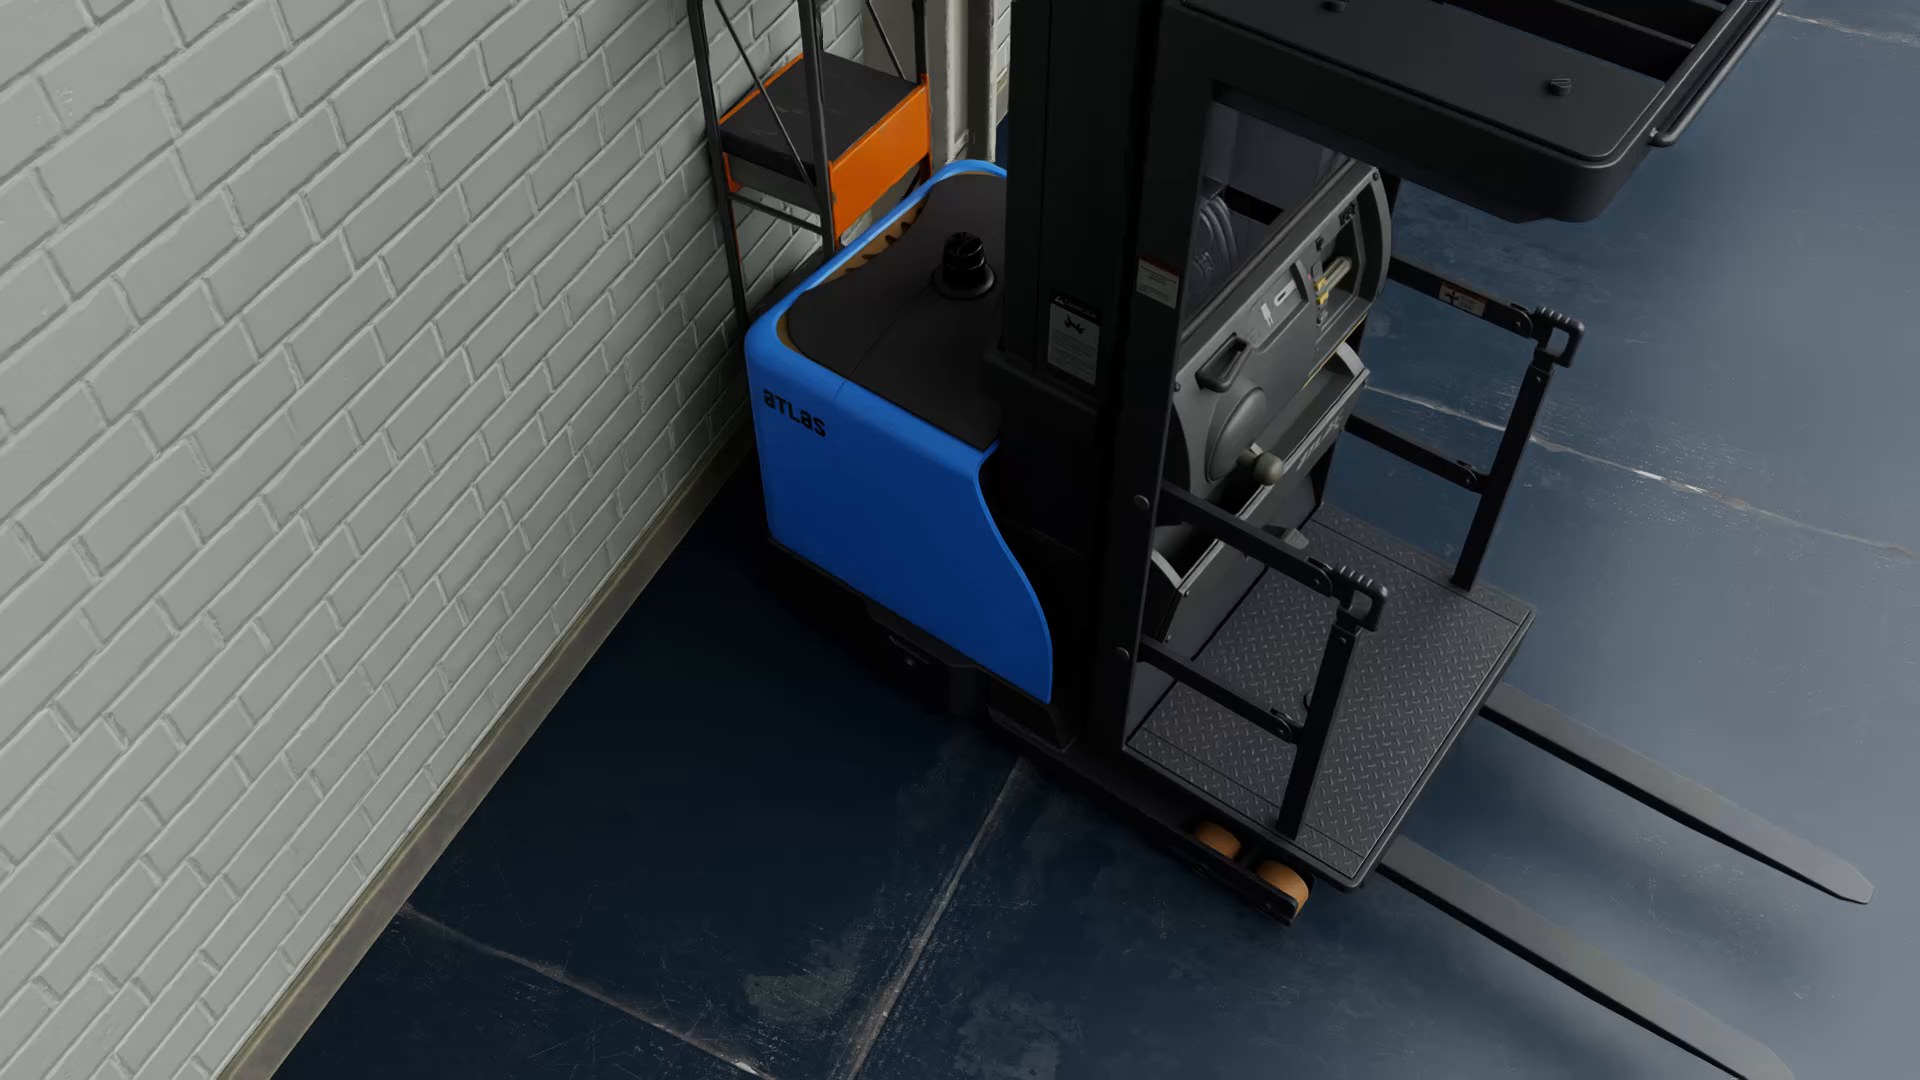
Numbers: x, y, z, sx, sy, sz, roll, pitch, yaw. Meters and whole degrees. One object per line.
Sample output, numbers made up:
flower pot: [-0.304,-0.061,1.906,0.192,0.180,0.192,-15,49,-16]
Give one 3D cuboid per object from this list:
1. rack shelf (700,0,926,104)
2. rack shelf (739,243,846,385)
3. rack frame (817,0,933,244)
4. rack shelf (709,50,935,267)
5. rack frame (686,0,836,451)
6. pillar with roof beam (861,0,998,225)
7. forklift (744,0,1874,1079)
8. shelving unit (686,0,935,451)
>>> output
rack shelf: [-0.398,-1.515,4.244,0.431,0.518,0.480,25,54,21]
rack shelf: [-0.370,-0.593,5.297,0.431,0.518,0.480,25,54,21]
rack frame: [-0.254,-1.220,4.894,0.400,2.100,0.015,25,54,21]
rack shelf: [-0.384,-1.054,4.771,0.431,0.518,0.480,25,54,21]
rack frame: [-0.515,-0.906,4.627,0.400,2.100,0.015,25,54,21]
pillar with roof beam: [3.797,-2.574,1.532,9.100,9.000,0.400,20,52,16]
forklift: [0.904,-0.412,3.676,3.031,2.935,1.130,30,56,23]
shelving unit: [-0.384,-1.063,4.760,0.431,2.100,0.503,25,54,21]
